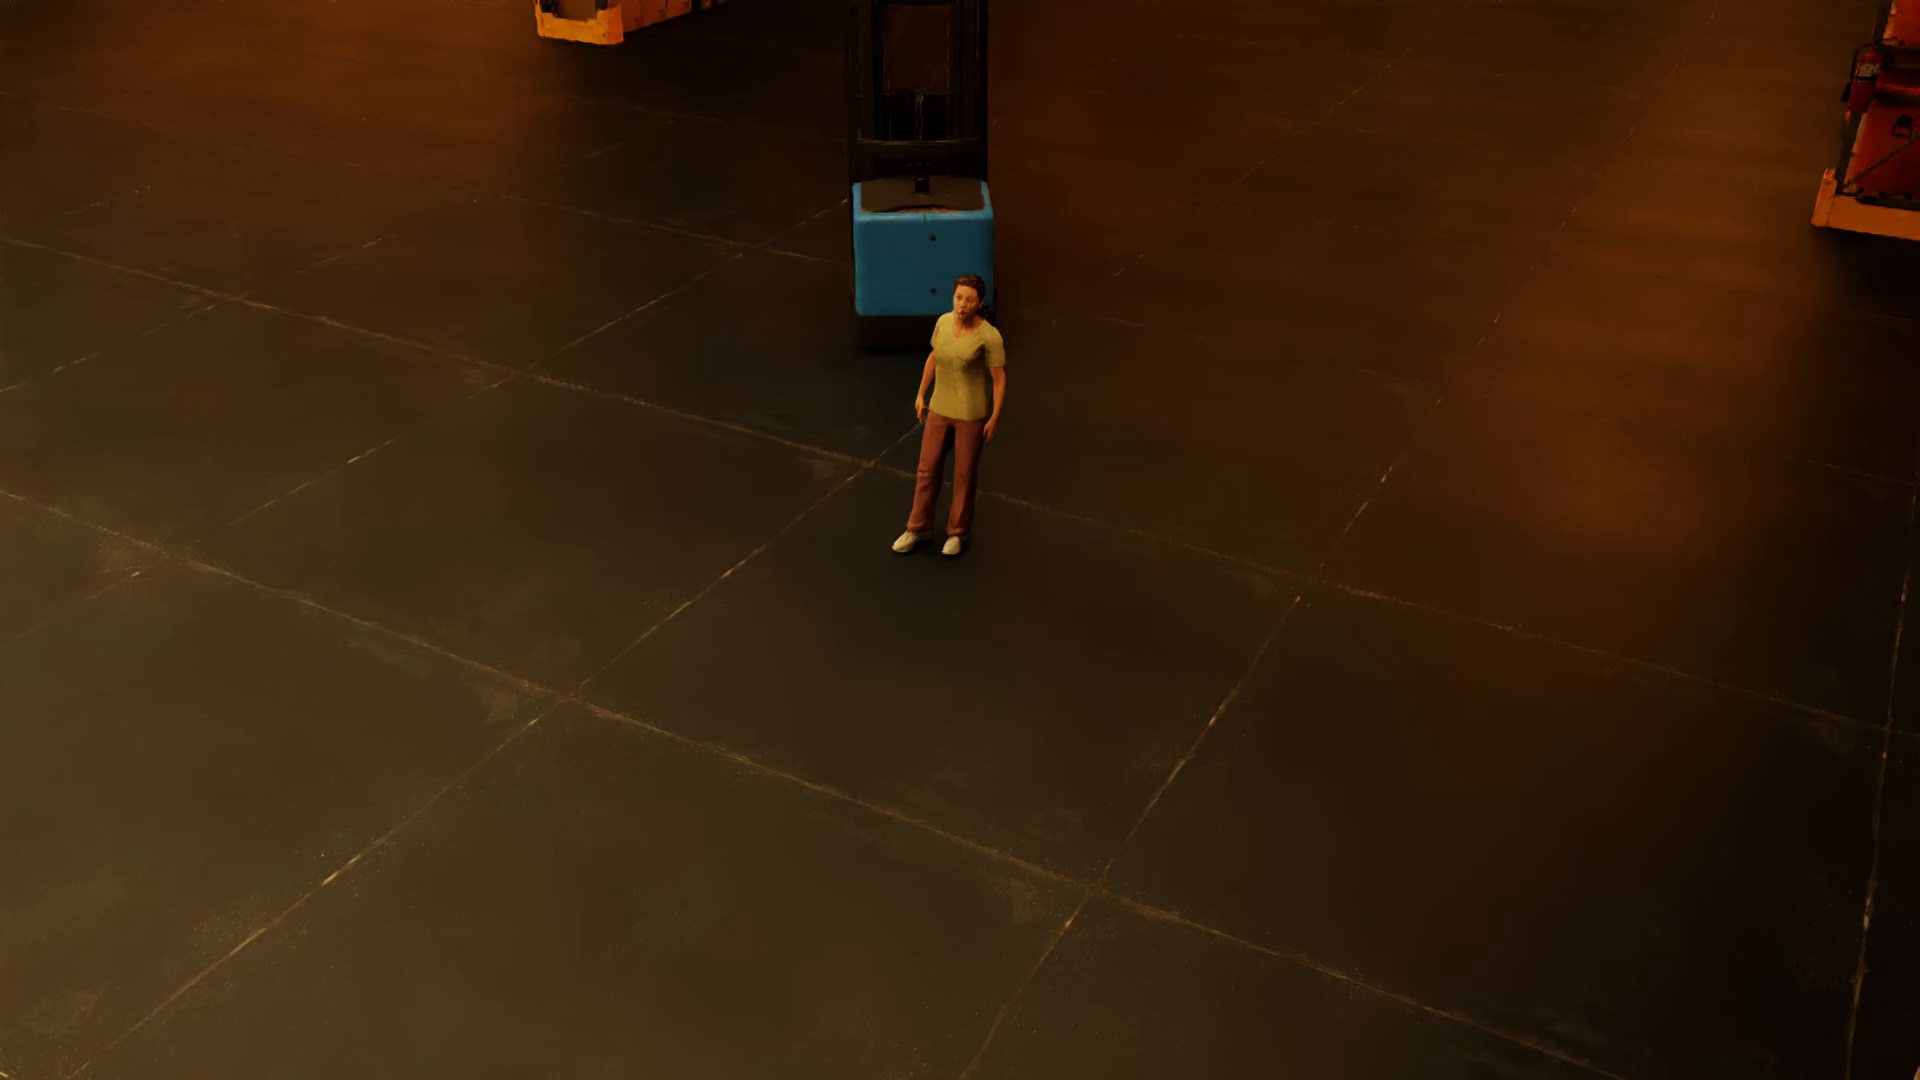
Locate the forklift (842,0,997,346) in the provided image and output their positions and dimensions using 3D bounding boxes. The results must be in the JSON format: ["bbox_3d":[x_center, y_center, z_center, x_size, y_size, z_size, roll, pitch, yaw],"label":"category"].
[{"bbox_3d":[-0.348,-3.415,12.987,1.130,2.935,3.031,-2,30,-3],"label":"forklift"}]

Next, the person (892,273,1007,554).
[{"bbox_3d":[-0.046,-0.702,9.529,0.554,1.674,0.548,15,33,25],"label":"person"}]
